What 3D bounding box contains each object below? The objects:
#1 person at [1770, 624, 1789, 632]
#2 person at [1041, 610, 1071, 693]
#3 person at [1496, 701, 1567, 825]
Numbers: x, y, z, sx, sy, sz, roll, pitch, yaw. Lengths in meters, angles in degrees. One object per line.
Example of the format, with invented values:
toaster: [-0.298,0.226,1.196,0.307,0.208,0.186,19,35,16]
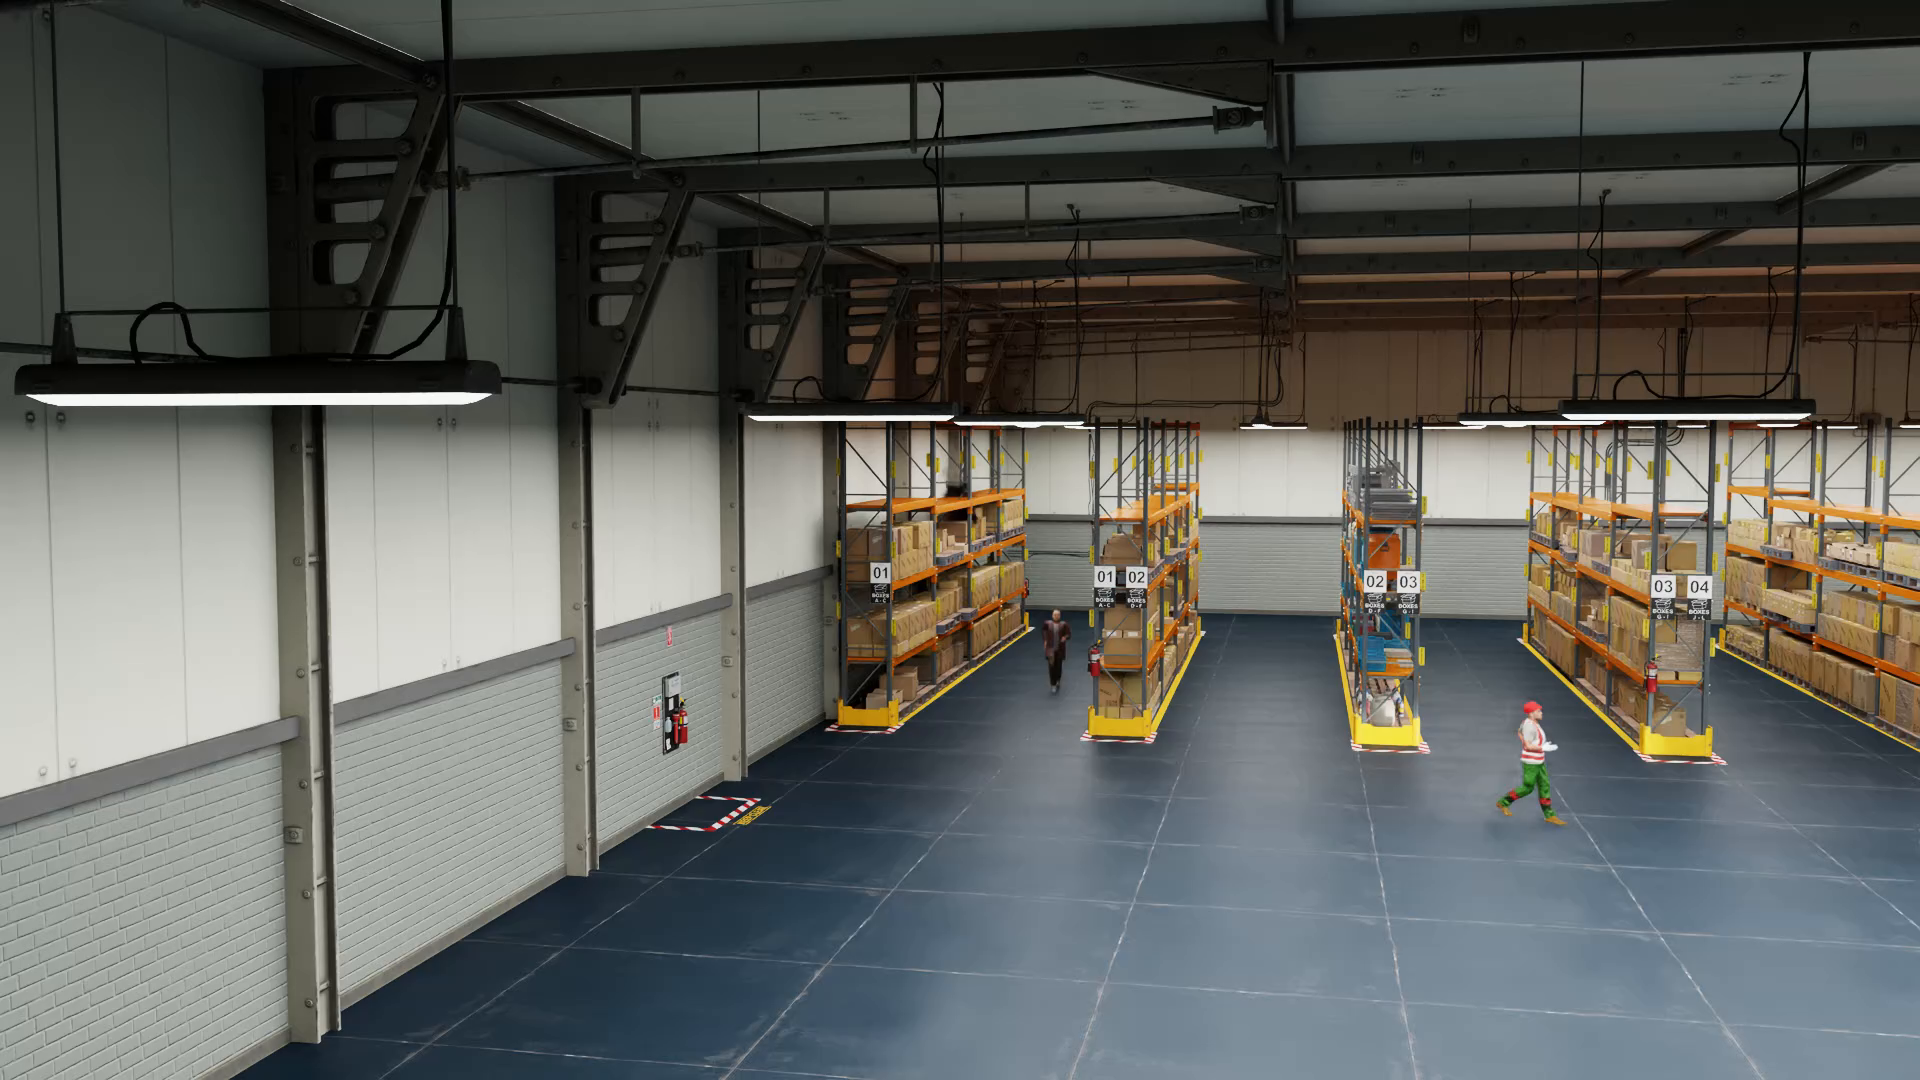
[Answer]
person: [22.077,1.938,44.985,0.741,1.726,0.830,-1,4,-20]
person: [2.137,2.438,36.923,0.649,1.804,1.026,0,4,0]
person: [8.320,3.236,24.185,0.987,1.786,0.656,2,4,29]
